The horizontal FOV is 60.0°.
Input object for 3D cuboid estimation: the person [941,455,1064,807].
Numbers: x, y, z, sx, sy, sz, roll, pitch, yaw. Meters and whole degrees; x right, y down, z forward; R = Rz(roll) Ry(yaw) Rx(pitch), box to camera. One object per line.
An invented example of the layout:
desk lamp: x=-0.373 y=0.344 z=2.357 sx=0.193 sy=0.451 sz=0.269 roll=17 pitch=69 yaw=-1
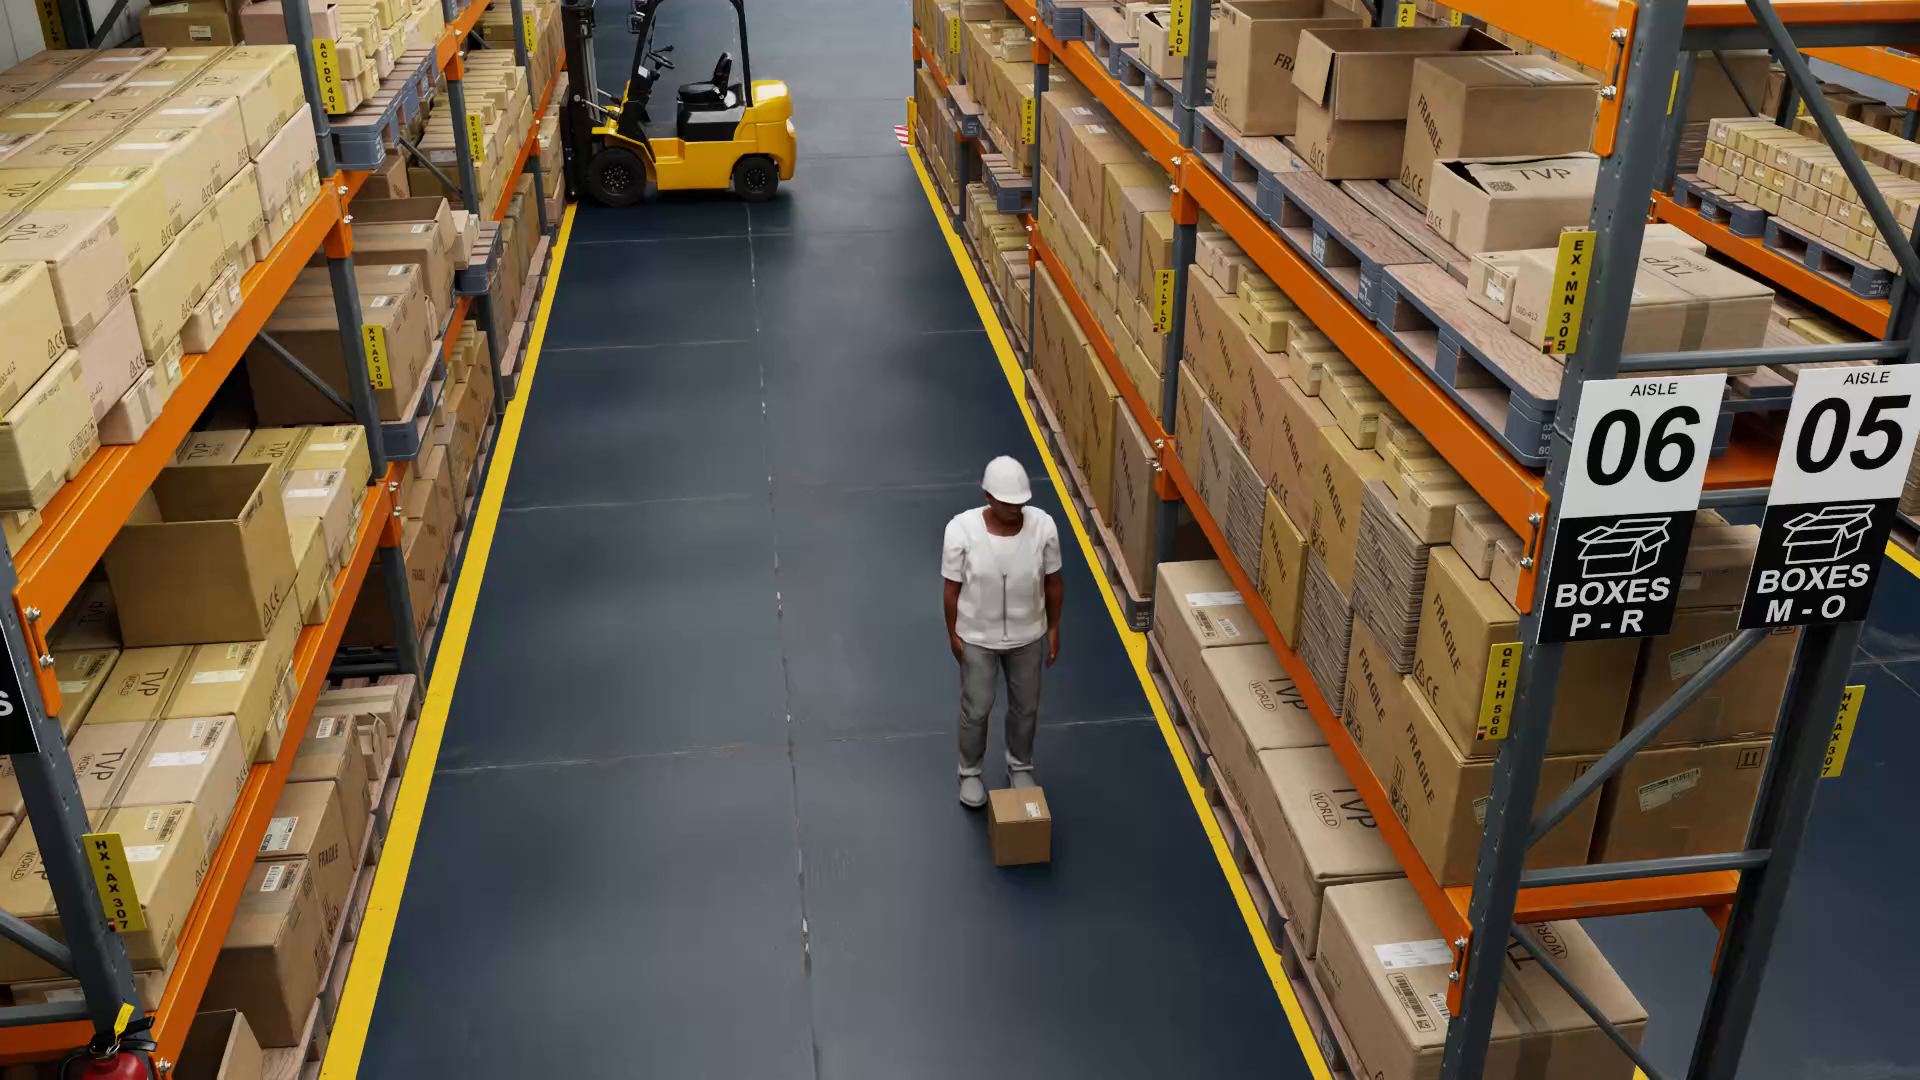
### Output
person: x=0.202 y=0.428 z=7.754 sx=0.565 sy=1.763 sz=0.364 roll=-4 pitch=27 yaw=-7
